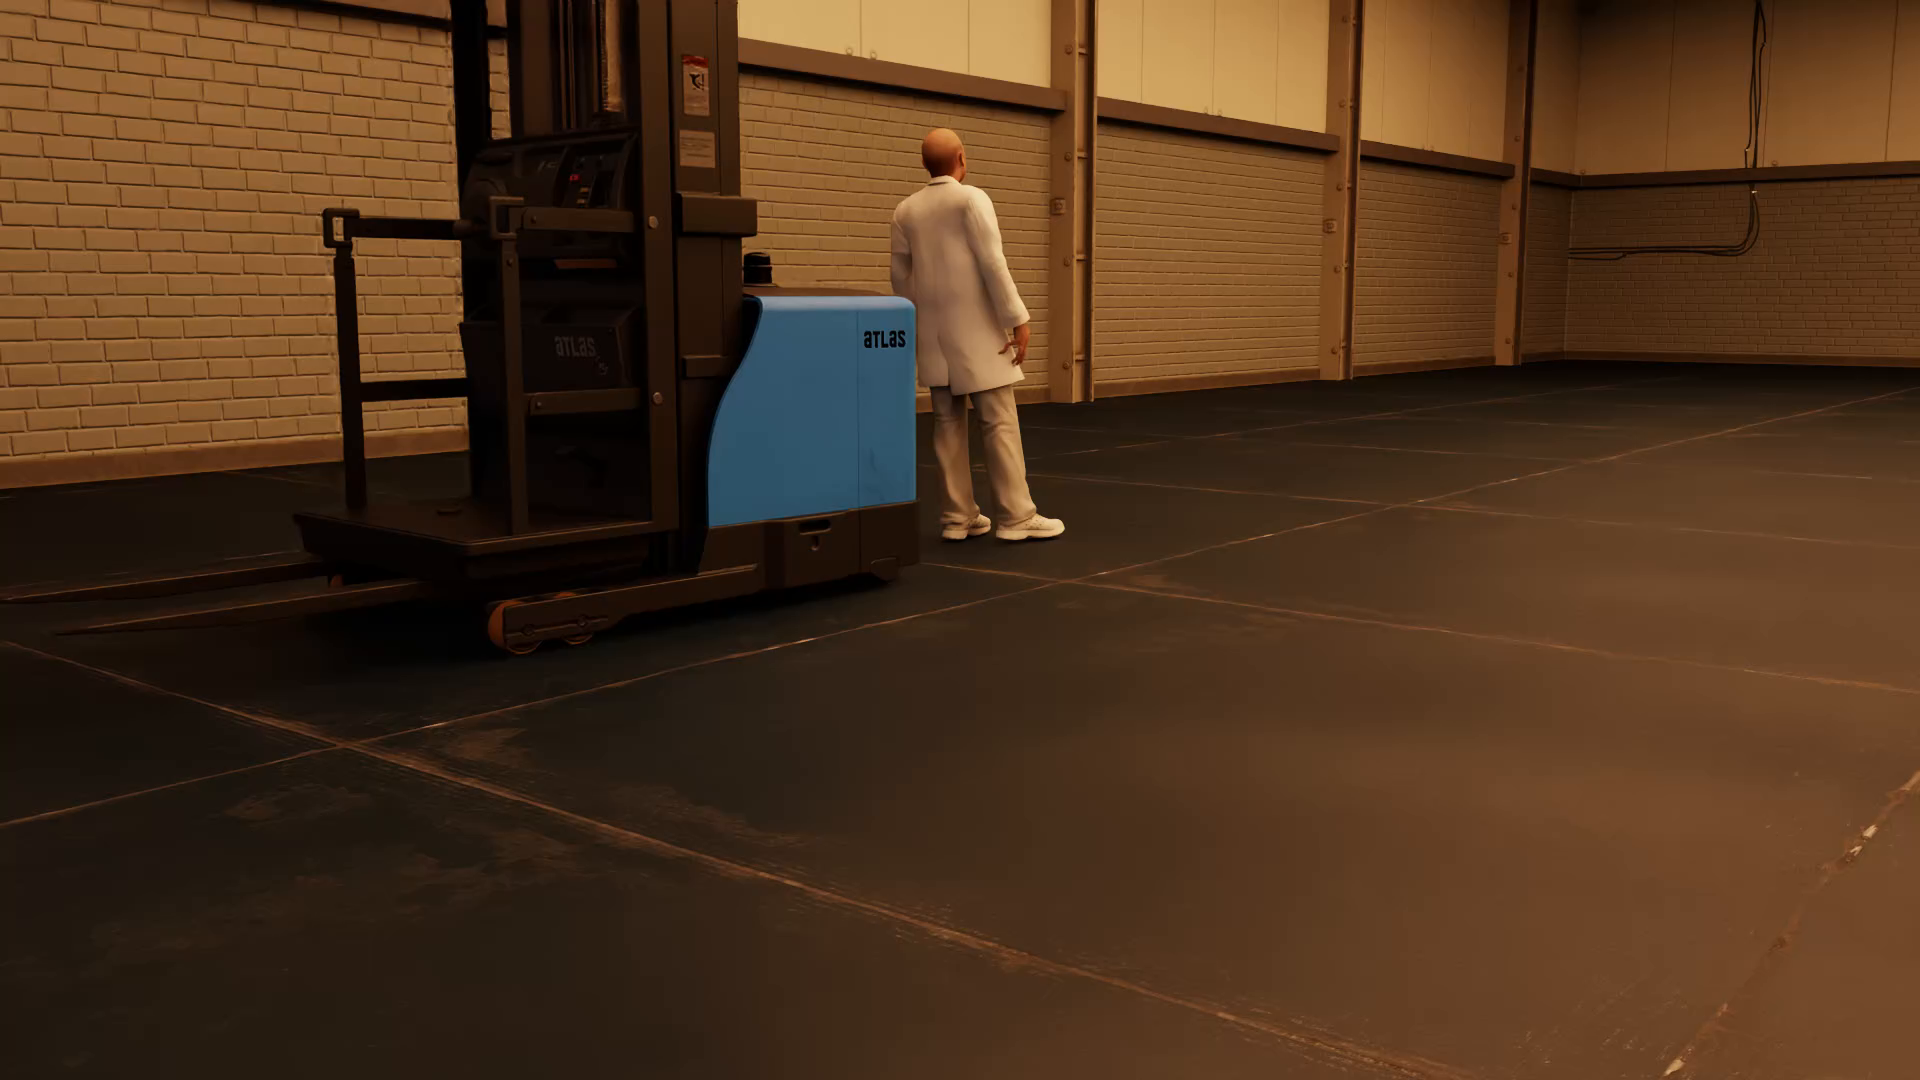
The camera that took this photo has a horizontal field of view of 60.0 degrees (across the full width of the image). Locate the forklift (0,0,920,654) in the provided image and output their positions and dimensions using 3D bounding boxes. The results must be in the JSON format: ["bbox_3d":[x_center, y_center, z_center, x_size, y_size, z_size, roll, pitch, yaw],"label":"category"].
[{"bbox_3d":[-1.520,-1.186,5.387,1.130,2.935,3.031,8,11,42],"label":"forklift"}]

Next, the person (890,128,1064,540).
[{"bbox_3d":[0.061,-0.897,7.343,0.696,1.778,0.578,7,11,38],"label":"person"}]
